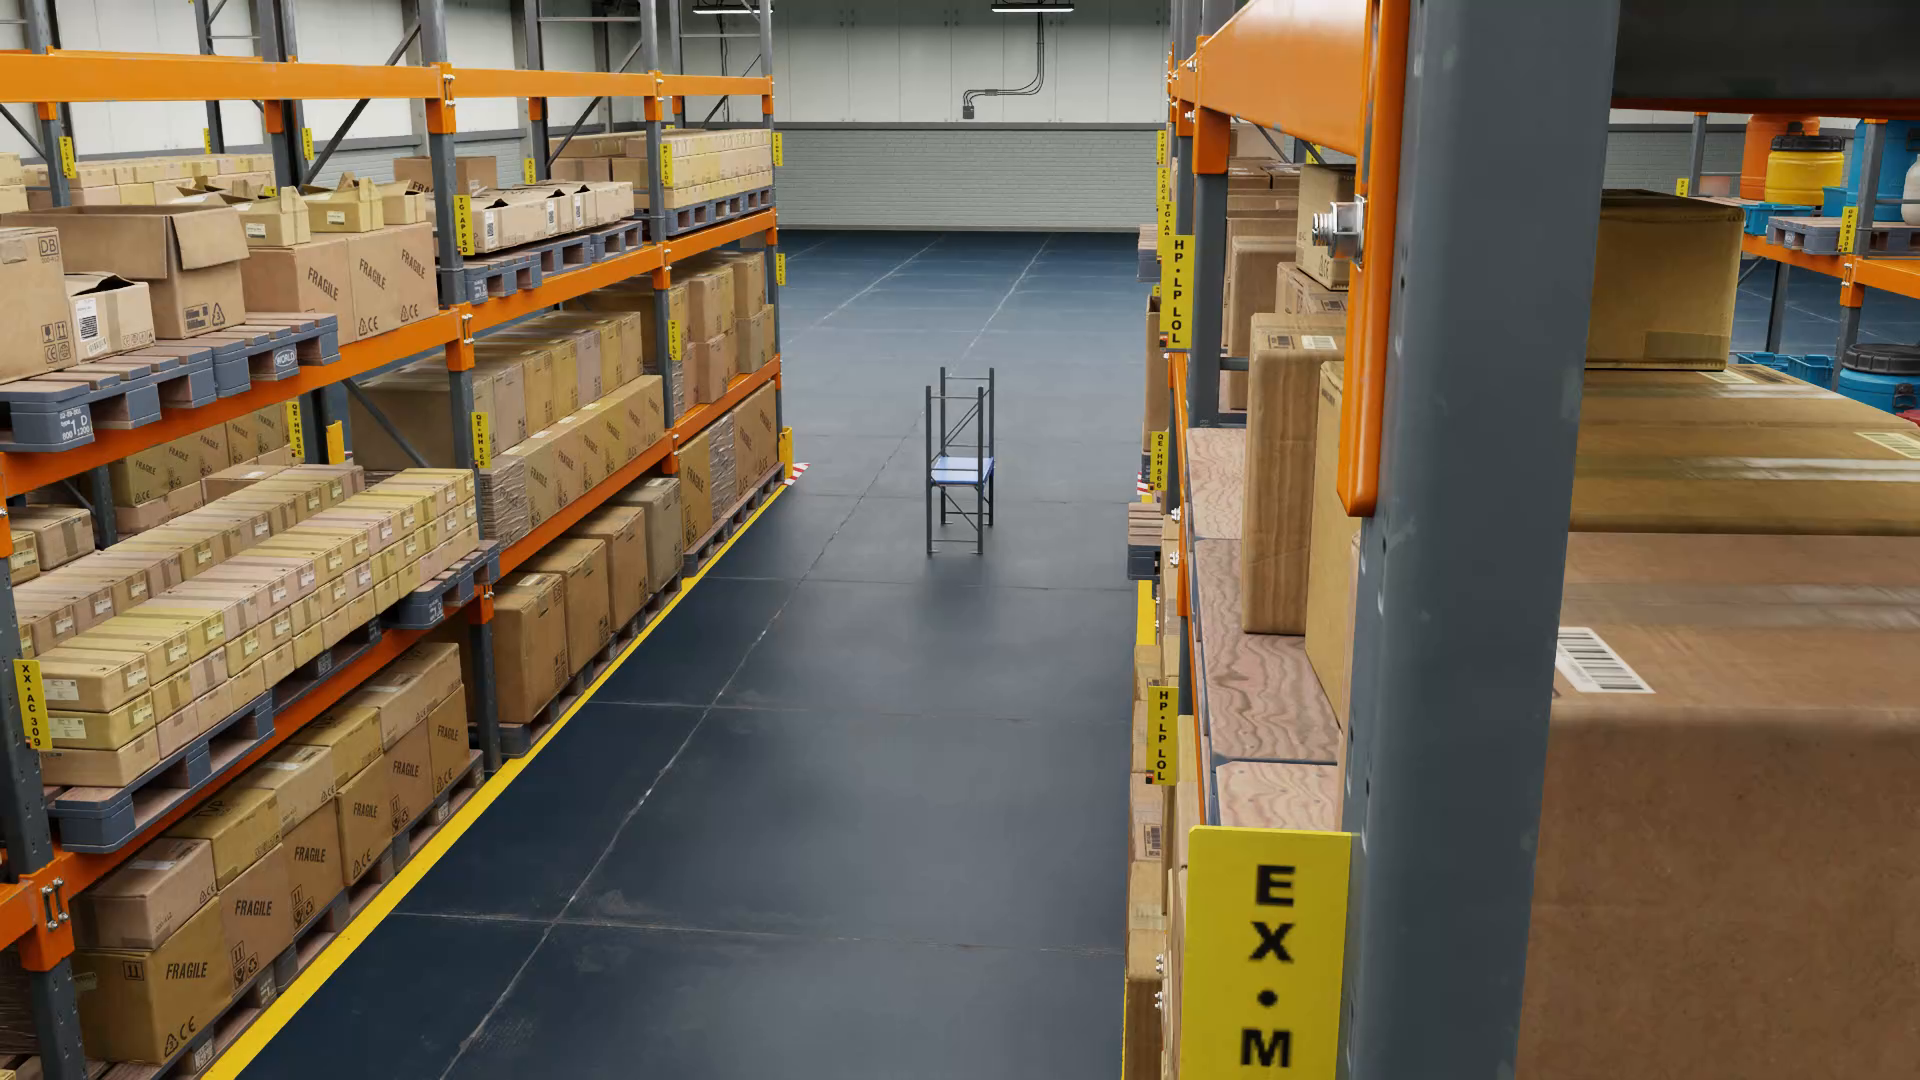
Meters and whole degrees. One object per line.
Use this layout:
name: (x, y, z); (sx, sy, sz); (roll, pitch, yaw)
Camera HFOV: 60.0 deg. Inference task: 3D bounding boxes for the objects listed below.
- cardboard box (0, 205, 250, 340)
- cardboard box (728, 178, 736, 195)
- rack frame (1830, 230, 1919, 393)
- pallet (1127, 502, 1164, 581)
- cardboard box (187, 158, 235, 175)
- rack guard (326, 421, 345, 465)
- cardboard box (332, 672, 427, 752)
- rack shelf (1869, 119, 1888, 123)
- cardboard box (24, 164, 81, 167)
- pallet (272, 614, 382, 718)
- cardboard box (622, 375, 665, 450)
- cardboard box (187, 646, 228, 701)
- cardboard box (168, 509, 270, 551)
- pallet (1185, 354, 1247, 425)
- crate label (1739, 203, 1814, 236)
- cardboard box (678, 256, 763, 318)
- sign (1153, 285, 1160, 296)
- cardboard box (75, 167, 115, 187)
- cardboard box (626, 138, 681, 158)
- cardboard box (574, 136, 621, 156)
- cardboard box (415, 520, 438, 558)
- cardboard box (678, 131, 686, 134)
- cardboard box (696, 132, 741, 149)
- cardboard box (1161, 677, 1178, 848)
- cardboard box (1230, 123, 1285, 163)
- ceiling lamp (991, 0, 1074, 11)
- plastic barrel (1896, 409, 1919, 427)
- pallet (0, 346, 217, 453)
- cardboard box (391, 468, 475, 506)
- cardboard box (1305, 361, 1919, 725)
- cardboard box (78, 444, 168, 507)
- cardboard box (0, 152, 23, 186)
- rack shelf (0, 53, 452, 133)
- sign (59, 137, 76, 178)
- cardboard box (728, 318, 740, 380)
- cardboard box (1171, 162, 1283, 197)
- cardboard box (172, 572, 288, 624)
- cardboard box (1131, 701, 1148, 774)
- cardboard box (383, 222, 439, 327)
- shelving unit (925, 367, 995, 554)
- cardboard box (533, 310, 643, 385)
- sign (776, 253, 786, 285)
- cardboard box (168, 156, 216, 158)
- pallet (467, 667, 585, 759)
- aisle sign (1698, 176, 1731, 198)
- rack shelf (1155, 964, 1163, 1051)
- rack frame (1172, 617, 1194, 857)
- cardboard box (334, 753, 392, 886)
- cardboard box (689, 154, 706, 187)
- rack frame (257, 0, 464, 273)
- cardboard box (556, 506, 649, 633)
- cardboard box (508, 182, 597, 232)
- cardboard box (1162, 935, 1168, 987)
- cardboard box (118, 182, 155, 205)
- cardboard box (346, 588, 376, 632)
cardboard box: (-3.440, -1.125, 6.913); (0.797, 0.503, 0.637); (1, 15, 6)
cardboard box: (-2.264, -3.225, 15.171); (0.380, 0.149, 0.250); (2, 15, 7)
rack frame: (6.997, -0.784, 12.402); (1.000, 3.000, 0.127); (2, 15, 6)
pallet: (1.598, 0.012, 9.825); (1.213, 0.211, 1.003); (2, 15, 6)
cardboard box: (-7.257, -3.614, 16.077); (0.380, 0.149, 0.250); (2, 15, 6)
rack guard: (-7.329, -1.033, 18.111); (1.175, 0.500, 0.348); (2, 15, 6)
cardboard box: (-3.156, 0.894, 8.746); (0.500, 0.250, 0.500); (2, 15, 7)
rack shelf: (6.771, -2.621, 9.847); (1.077, 0.370, 4.000); (2, 15, 6)
cardboard box: (-7.982, -3.228, 14.647); (0.380, 0.149, 0.250); (2, 15, 8)
pallet: (-3.476, 0.543, 7.864); (1.003, 0.211, 1.213); (2, 15, 6)
cardboard box: (-2.635, -1.007, 13.036); (0.500, 0.500, 0.500); (2, 15, 6)
cardboard box: (-3.187, 0.525, 6.669); (0.380, 0.149, 0.250); (2, 15, 8)
cardboard box: (-3.657, -0.047, 8.214); (0.380, 0.149, 0.250); (2, 15, 9)
pallet: (1.227, -0.450, 5.787); (0.805, 0.209, 1.217); (1, 15, 4)
crate label: (6.908, -2.722, 14.108); (0.502, 0.251, 0.408); (2, 15, 6)
cardboard box: (-2.441, -2.493, 16.366); (0.875, 0.550, 0.550); (2, 15, 6)
sign: (1.987, -2.401, 16.725); (0.100, 0.325, 0.005); (2, 15, 6)
cardboard box: (-7.411, -3.074, 14.078); (0.380, 0.149, 0.250); (2, 15, 8)
cardboard box: (-2.463, -3.149, 13.361); (0.380, 0.149, 0.250); (2, 15, 7)
cardboard box: (-3.060, -3.300, 13.917); (0.380, 0.149, 0.250); (2, 15, 6)
cardboard box: (-2.952, -0.011, 8.649); (0.380, 0.149, 0.250); (2, 15, 8)
cardboard box: (-2.831, -3.828, 15.872); (0.380, 0.149, 0.250); (2, 15, 7)
cardboard box: (-2.235, -3.675, 15.306); (0.380, 0.149, 0.250); (1, 15, 5)
cardboard box: (1.017, 0.839, 6.208); (0.500, 0.500, 0.500); (2, 15, 8)
cardboard box: (2.603, -3.439, 14.756); (0.500, 0.500, 0.500); (2, 15, 6)
ceiling lamp: (1.784, -14.385, 40.027); (2.000, 3.185, 0.800); (2, 15, 6)
plastic barrel: (6.671, -0.608, 11.491); (0.433, 0.535, 0.433); (0, 15, 0)
pallet: (-3.569, -0.542, 6.119); (1.213, 0.211, 1.003); (2, 15, 6)
cardboard box: (-2.893, -0.293, 9.123); (0.380, 0.149, 0.250); (1, 15, 4)
cardboard box: (0.920, 0.021, 2.492); (0.700, 0.500, 0.500); (1, 15, 2)
cardboard box: (-7.437, -0.604, 14.764); (0.500, 0.500, 0.500); (2, 15, 9)
cardboard box: (-7.710, -2.887, 12.960); (0.500, 0.250, 0.500); (2, 15, 8)
rack shelf: (-3.519, -1.902, 7.187); (1.077, 0.370, 4.000); (2, 15, 6)
sign: (-7.220, -3.094, 13.454); (0.100, 0.325, 0.005); (2, 15, 6)
cardboard box: (-2.616, -1.830, 15.982); (0.875, 0.550, 0.550); (2, 15, 6)
cardboard box: (1.818, -2.267, 11.138); (0.797, 0.503, 0.637); (2, 15, 9)
cardboard box: (-3.127, 0.246, 7.132); (0.380, 0.149, 0.250); (2, 15, 6)
cardboard box: (1.417, 1.340, 7.814); (1.225, 0.875, 0.875); (2, 15, 6)
cardboard box: (-3.105, -1.405, 8.762); (0.500, 0.500, 0.500); (2, 15, 6)
shelving unit: (0.010, -0.746, 15.136); (0.538, 1.500, 1.048); (2, 15, 6)
cardboard box: (-2.892, -1.504, 12.959); (0.700, 0.500, 0.500); (1, 15, 5)
sign: (-1.853, -2.793, 17.161); (0.100, 0.325, 0.005); (2, 15, 6)
cardboard box: (-7.665, -3.756, 16.600); (0.380, 0.149, 0.250); (2, 15, 6)
pallet: (-3.129, 1.079, 10.854); (1.003, 0.211, 1.213); (2, 15, 6)
aisle sign: (7.165, -3.104, 16.001); (0.394, 0.787, 0.004); (2, 15, 6)
rack shelf: (0.947, 2.011, 3.444); (1.077, 0.370, 4.000); (2, 15, 6)
rack frame: (1.172, 1.145, 5.269); (1.000, 3.000, 0.127); (2, 15, 6)
cardboard box: (-3.213, 1.390, 8.348); (0.500, 0.500, 0.500); (1, 15, 4)
cardboard box: (-2.453, -3.122, 14.023); (0.500, 0.250, 0.500); (2, 15, 6)
rack frame: (-3.293, -2.961, 8.959); (1.000, 3.000, 0.127); (2, 15, 6)
cardboard box: (-2.935, 0.195, 12.288); (1.050, 0.750, 0.750); (2, 15, 6)
cardboard box: (-2.821, -2.297, 11.426); (0.500, 0.311, 0.500); (1, 15, 4)
cardboard box: (0.809, 1.333, 5.054); (0.380, 0.149, 0.250); (2, 15, 6)
cardboard box: (-7.401, -2.981, 14.499); (0.500, 0.250, 0.500); (2, 15, 6)
cardboard box: (-3.042, 0.328, 7.968); (0.380, 0.149, 0.250); (2, 15, 8)
